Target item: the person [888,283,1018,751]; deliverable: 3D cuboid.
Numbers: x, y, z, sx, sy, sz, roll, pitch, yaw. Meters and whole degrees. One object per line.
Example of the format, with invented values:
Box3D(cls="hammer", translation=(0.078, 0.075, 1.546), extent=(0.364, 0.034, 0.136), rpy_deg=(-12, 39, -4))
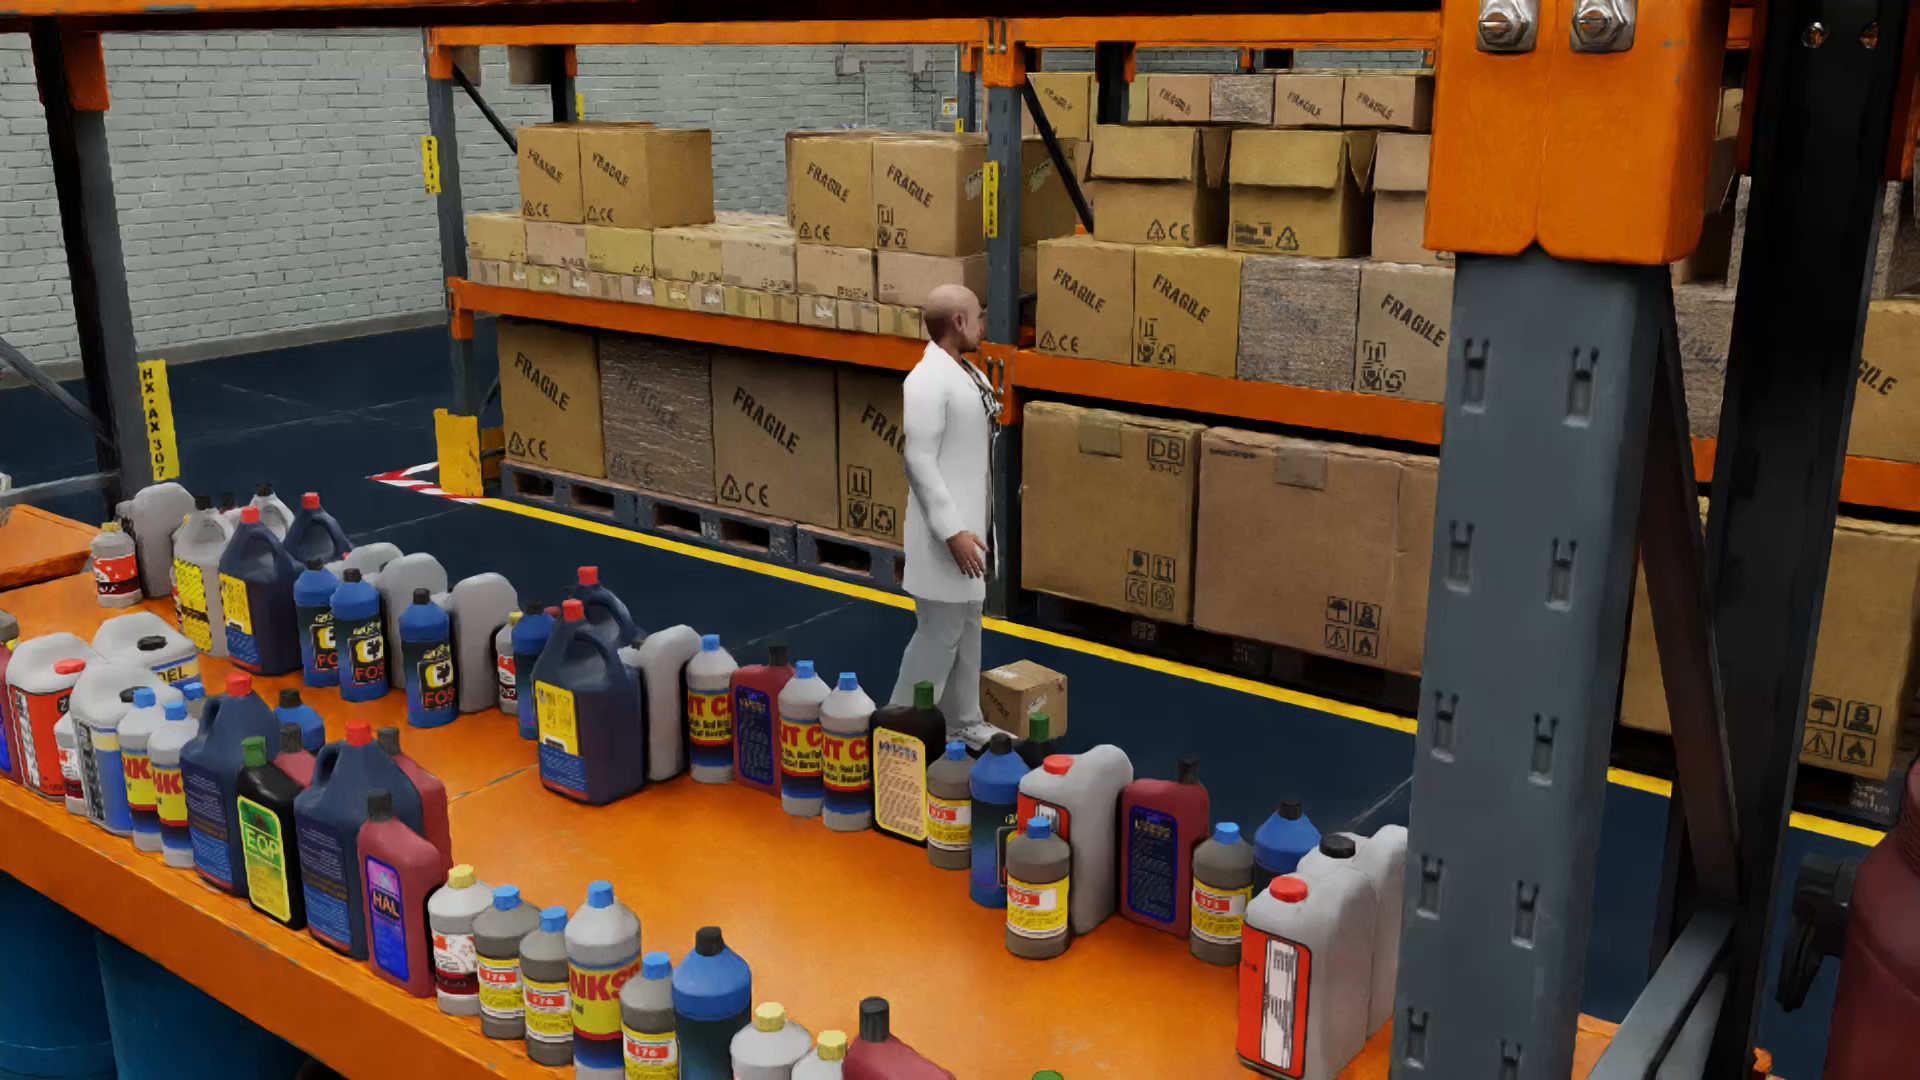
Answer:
Box3D(cls="person", translation=(-0.034, -0.045, 6.137), extent=(0.510, 1.795, 0.633), rpy_deg=(4, 17, 14))
